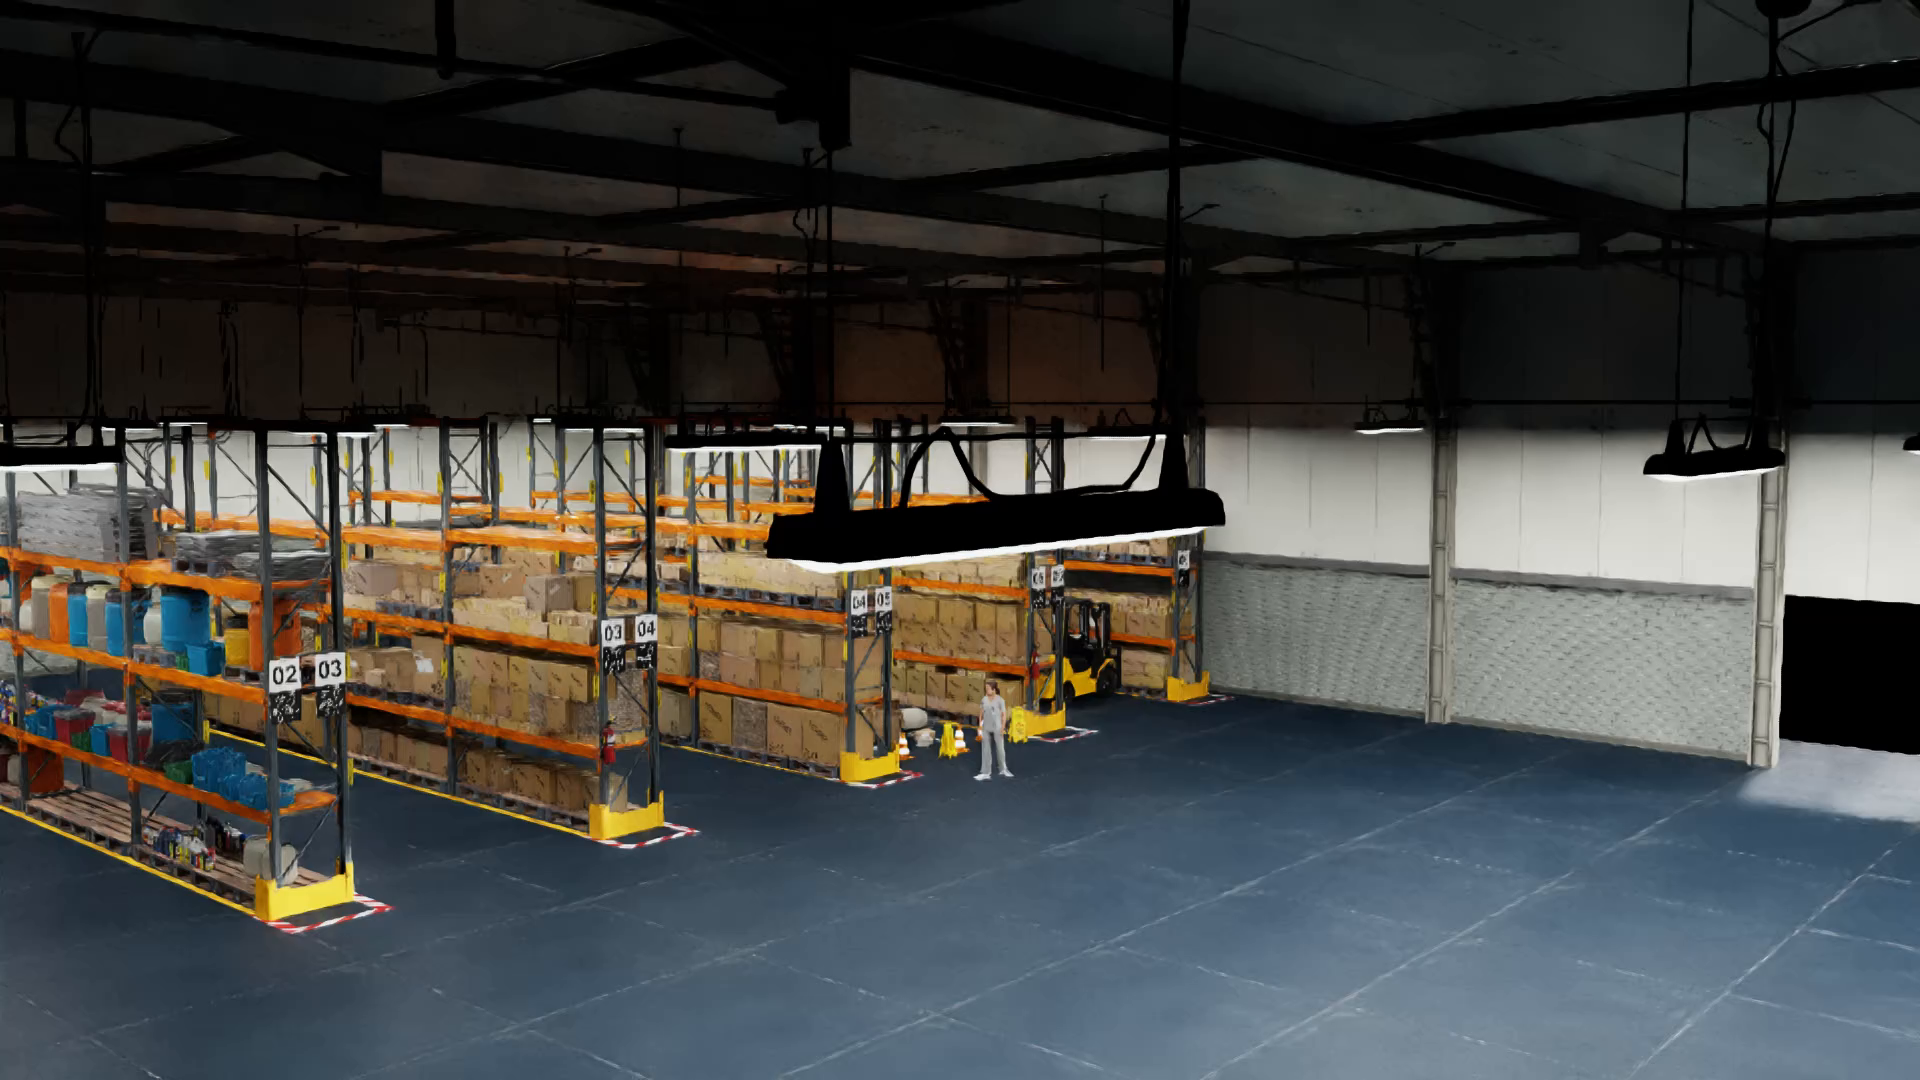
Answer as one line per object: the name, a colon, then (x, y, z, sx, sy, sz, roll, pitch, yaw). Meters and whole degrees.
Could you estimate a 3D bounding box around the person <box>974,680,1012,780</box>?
person: (0.574, 3.183, 27.954, 0.583, 1.665, 0.541, 2, 5, 22)
